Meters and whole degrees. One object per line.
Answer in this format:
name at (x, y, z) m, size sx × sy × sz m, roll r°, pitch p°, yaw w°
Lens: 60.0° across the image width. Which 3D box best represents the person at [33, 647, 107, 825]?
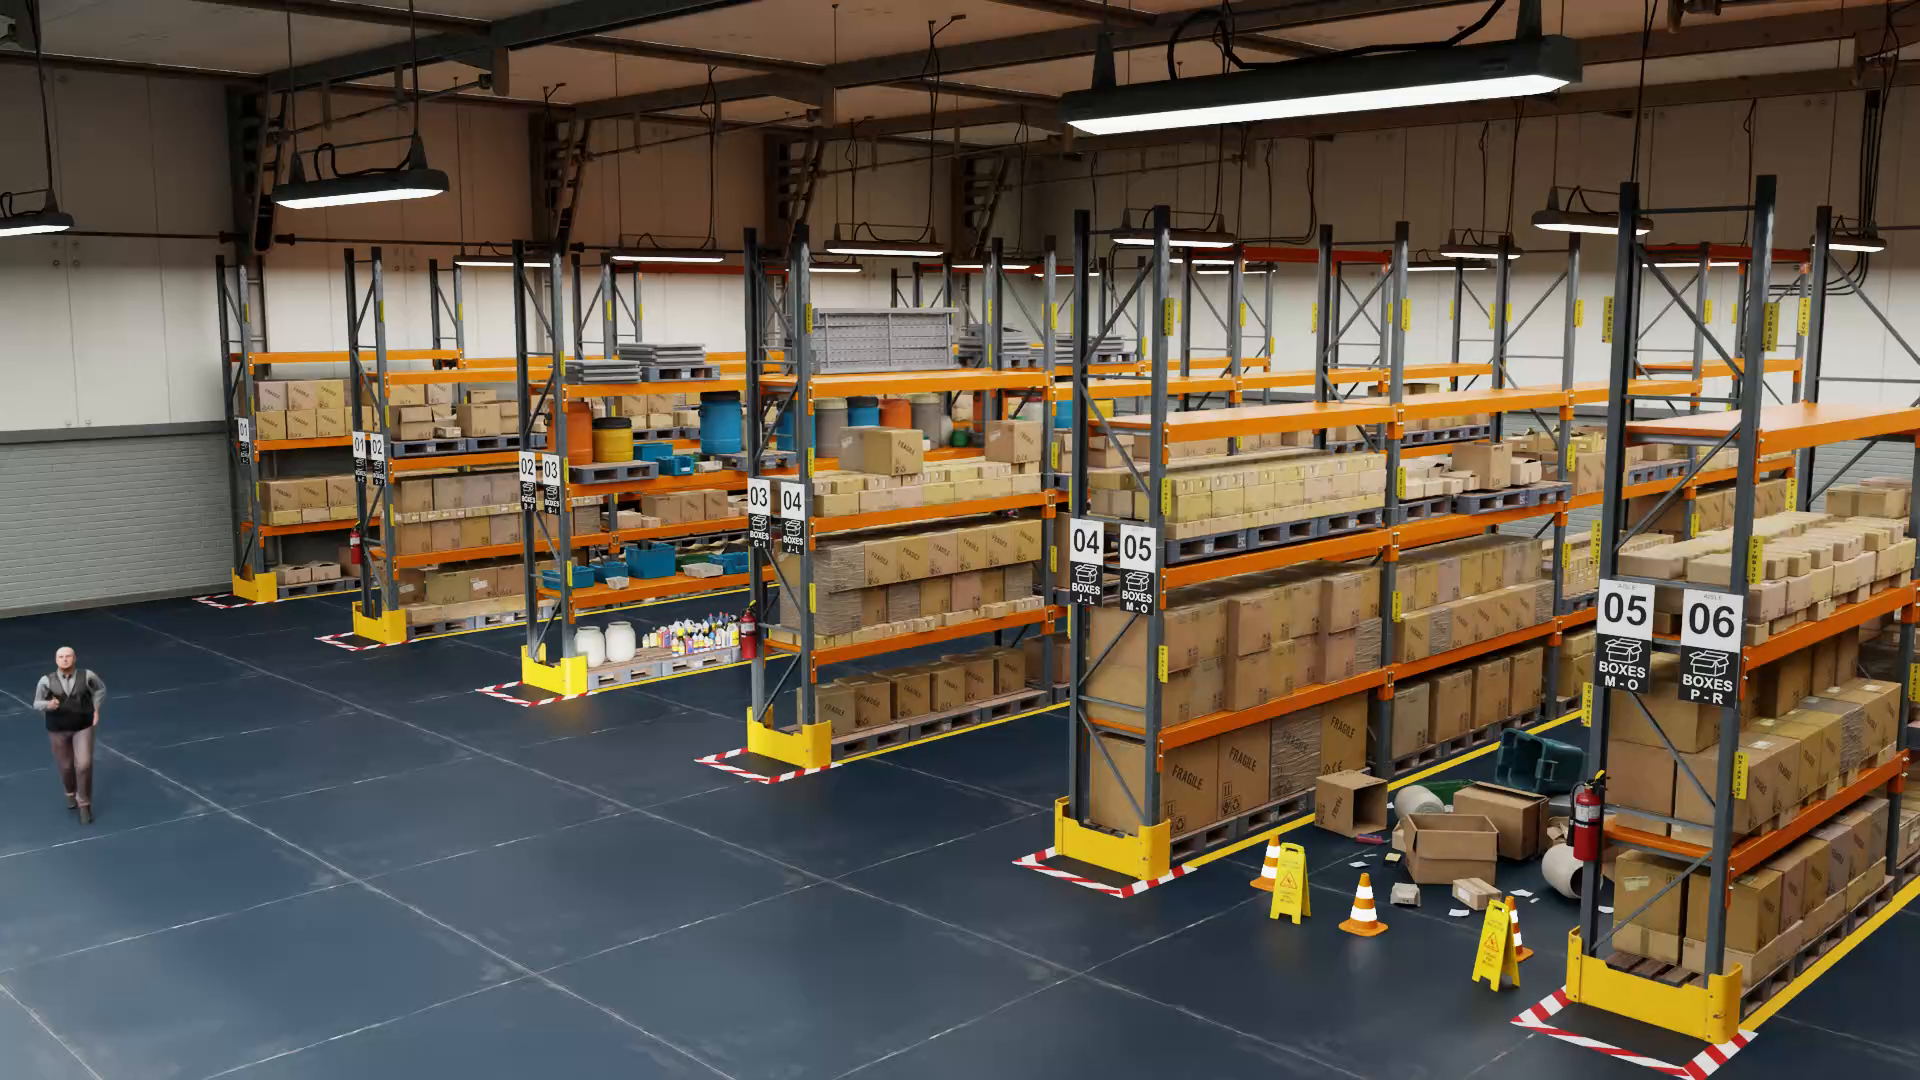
person at (-8.942, 1.957, 16.742) m, size 0.640 × 1.777 × 0.730 m, roll -3°, pitch 9°, yaw -22°
